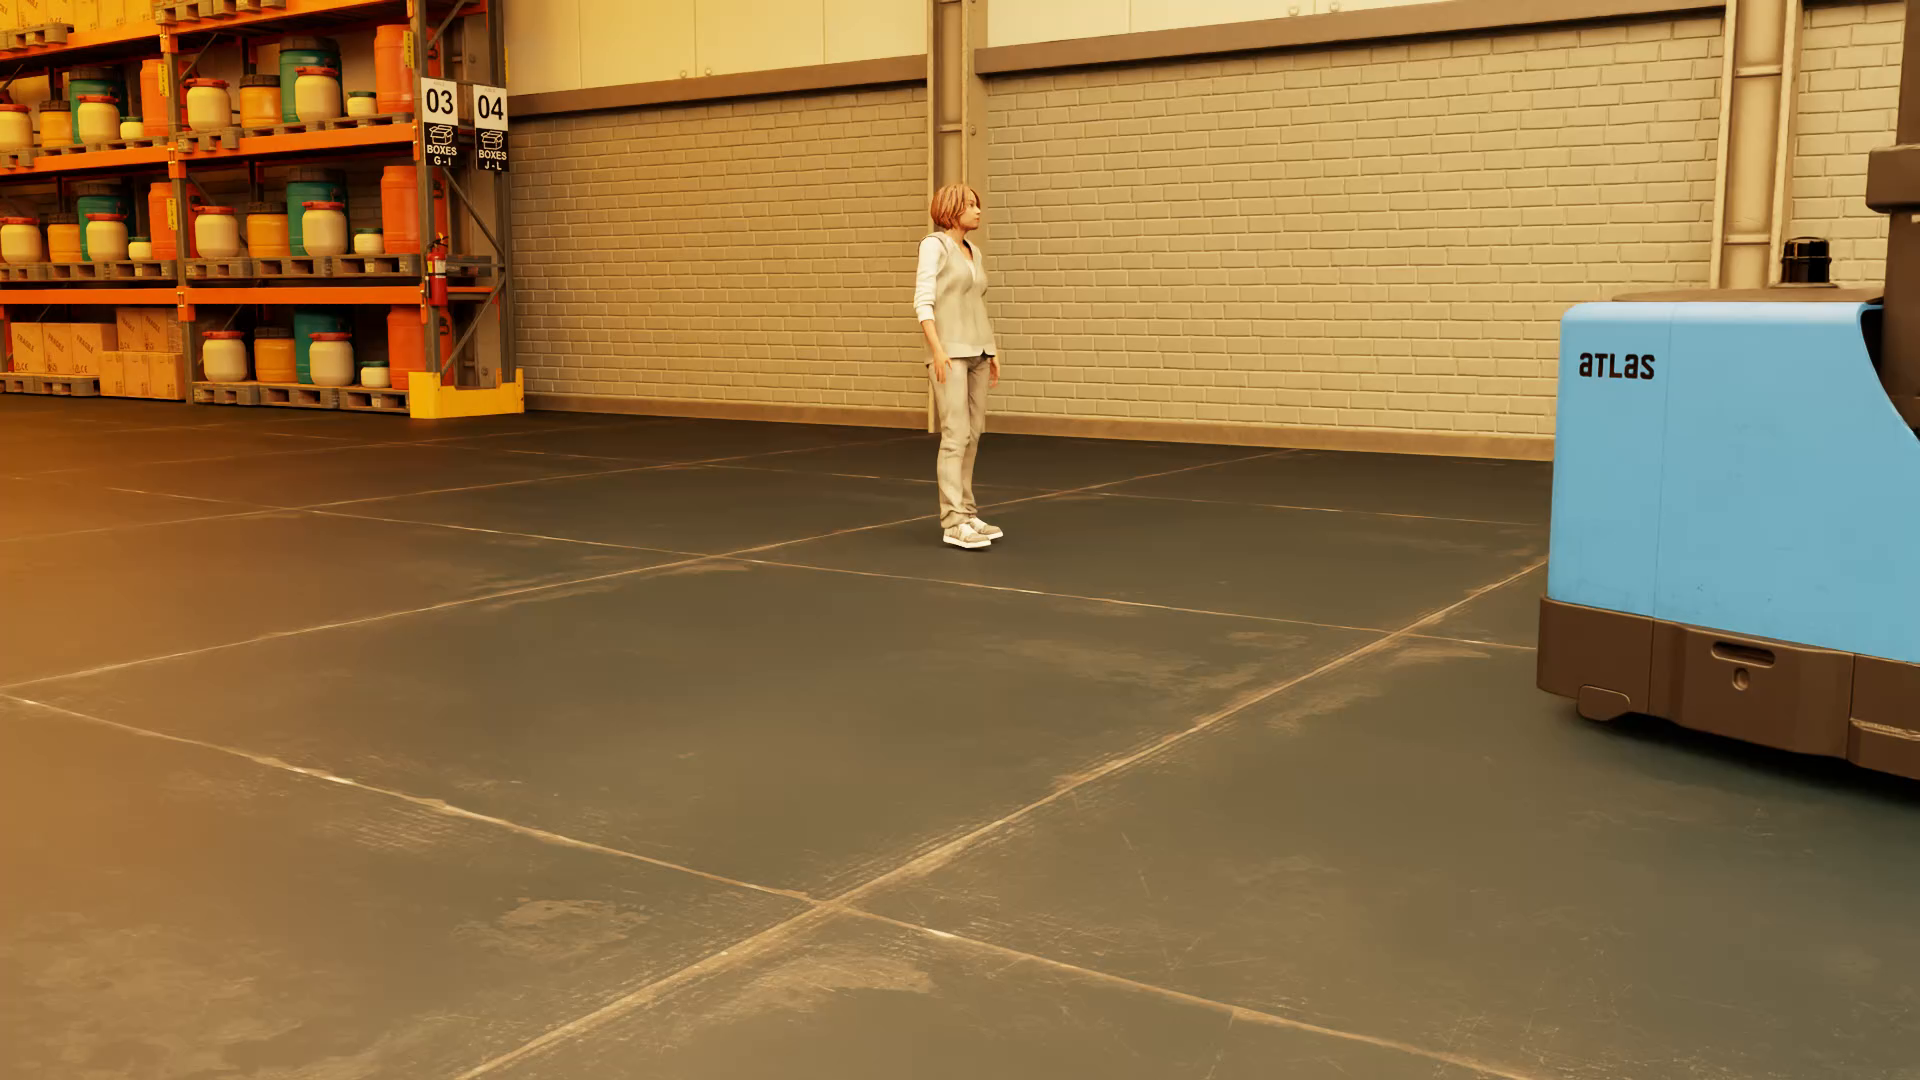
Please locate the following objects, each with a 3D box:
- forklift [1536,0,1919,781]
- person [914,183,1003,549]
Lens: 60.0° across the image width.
[{"bbox_3d":[2.750,-0.858,3.227,1.130,2.935,3.031,-5,10,-33],"label":"forklift"},{"bbox_3d":[0.053,-0.791,7.438,0.475,1.597,0.520,5,10,34],"label":"person"}]
